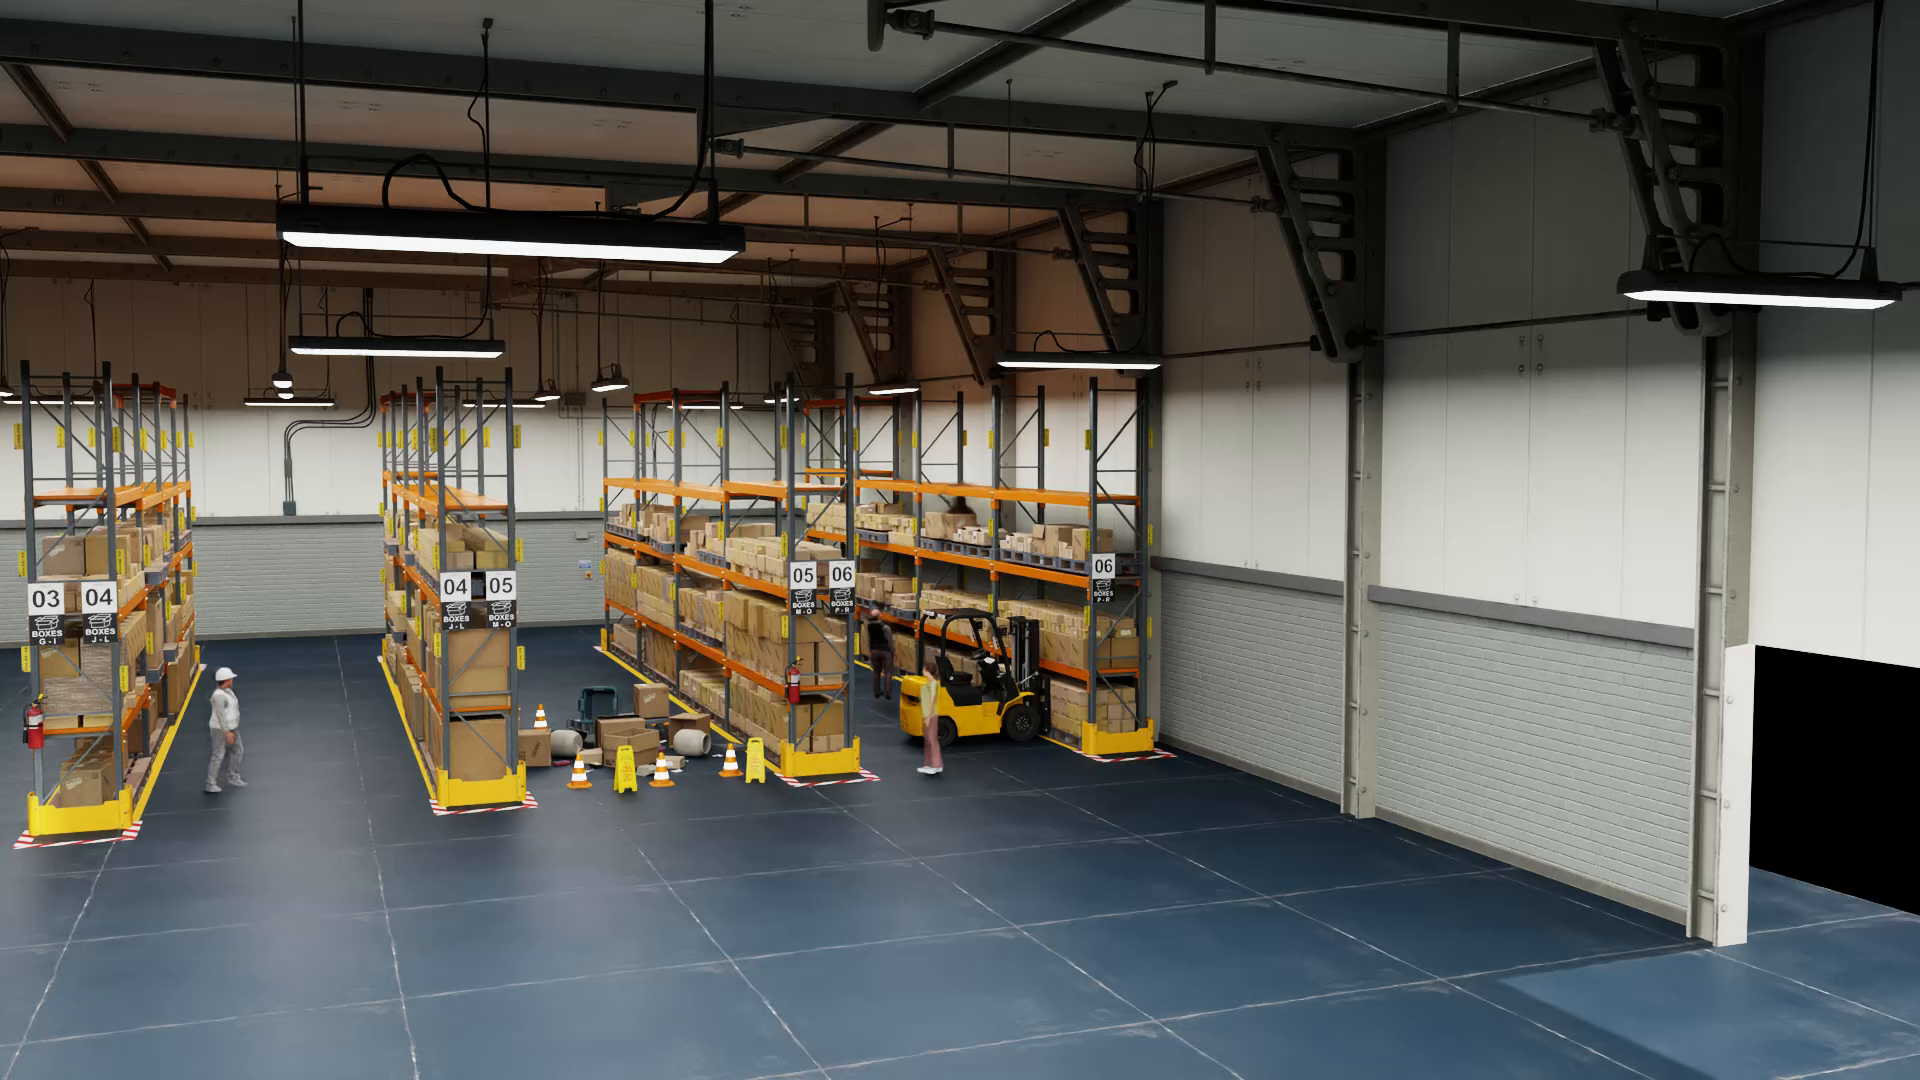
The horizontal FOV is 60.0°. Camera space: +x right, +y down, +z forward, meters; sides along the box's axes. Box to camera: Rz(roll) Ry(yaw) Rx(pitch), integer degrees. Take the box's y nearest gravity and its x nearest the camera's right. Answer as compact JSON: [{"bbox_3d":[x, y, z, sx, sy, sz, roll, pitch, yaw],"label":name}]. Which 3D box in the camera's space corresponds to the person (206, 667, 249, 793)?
[{"bbox_3d":[-10.510,2.709,23.801,0.486,1.801,0.667,0,3,-2],"label":"person"}]

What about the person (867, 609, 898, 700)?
[{"bbox_3d":[-1.440,2.131,31.261,0.577,1.694,0.600,1,4,15],"label":"person"}]

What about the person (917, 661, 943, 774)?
[{"bbox_3d":[-0.441,2.667,24.978,0.361,1.691,0.493,-1,4,-13],"label":"person"}]
